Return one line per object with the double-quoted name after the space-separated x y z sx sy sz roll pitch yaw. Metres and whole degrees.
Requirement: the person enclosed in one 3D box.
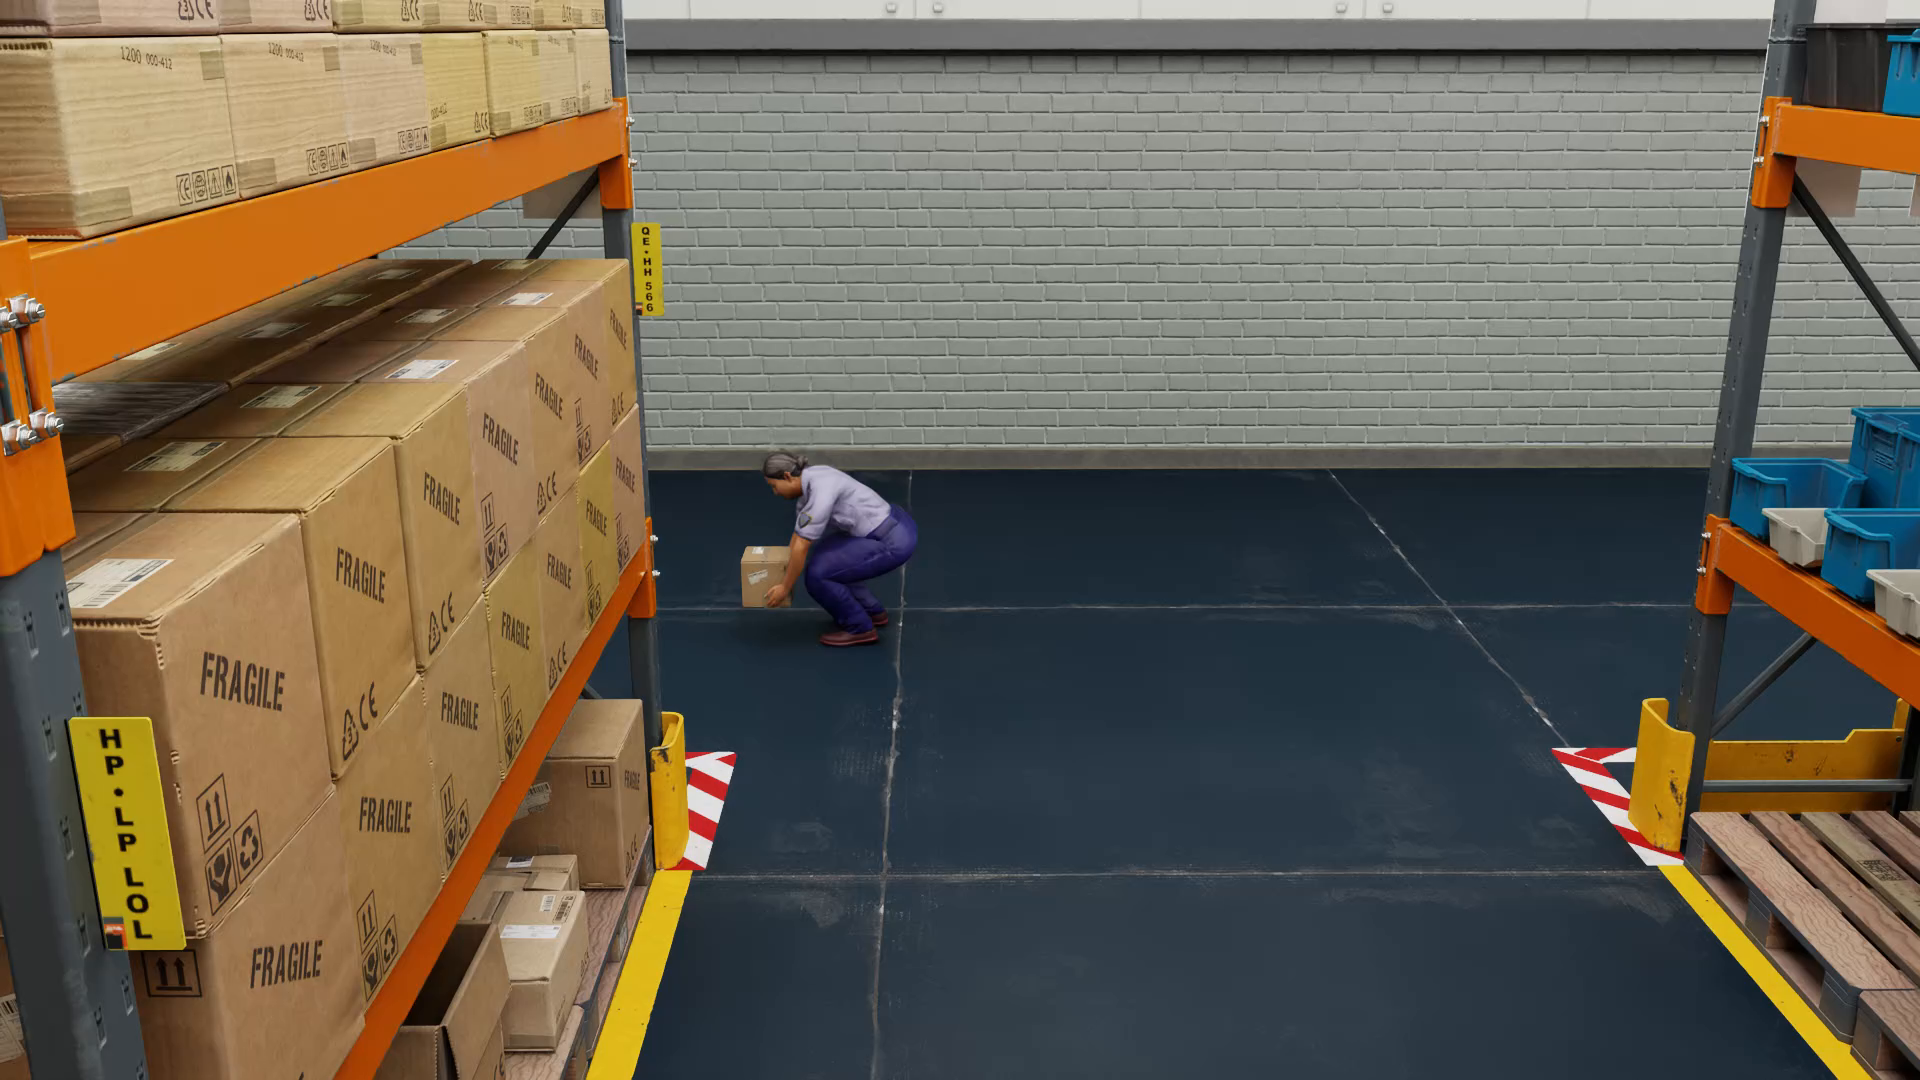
-0.617 0.023 8.579 0.802 1.013 0.530 0 17 -1 "person"
